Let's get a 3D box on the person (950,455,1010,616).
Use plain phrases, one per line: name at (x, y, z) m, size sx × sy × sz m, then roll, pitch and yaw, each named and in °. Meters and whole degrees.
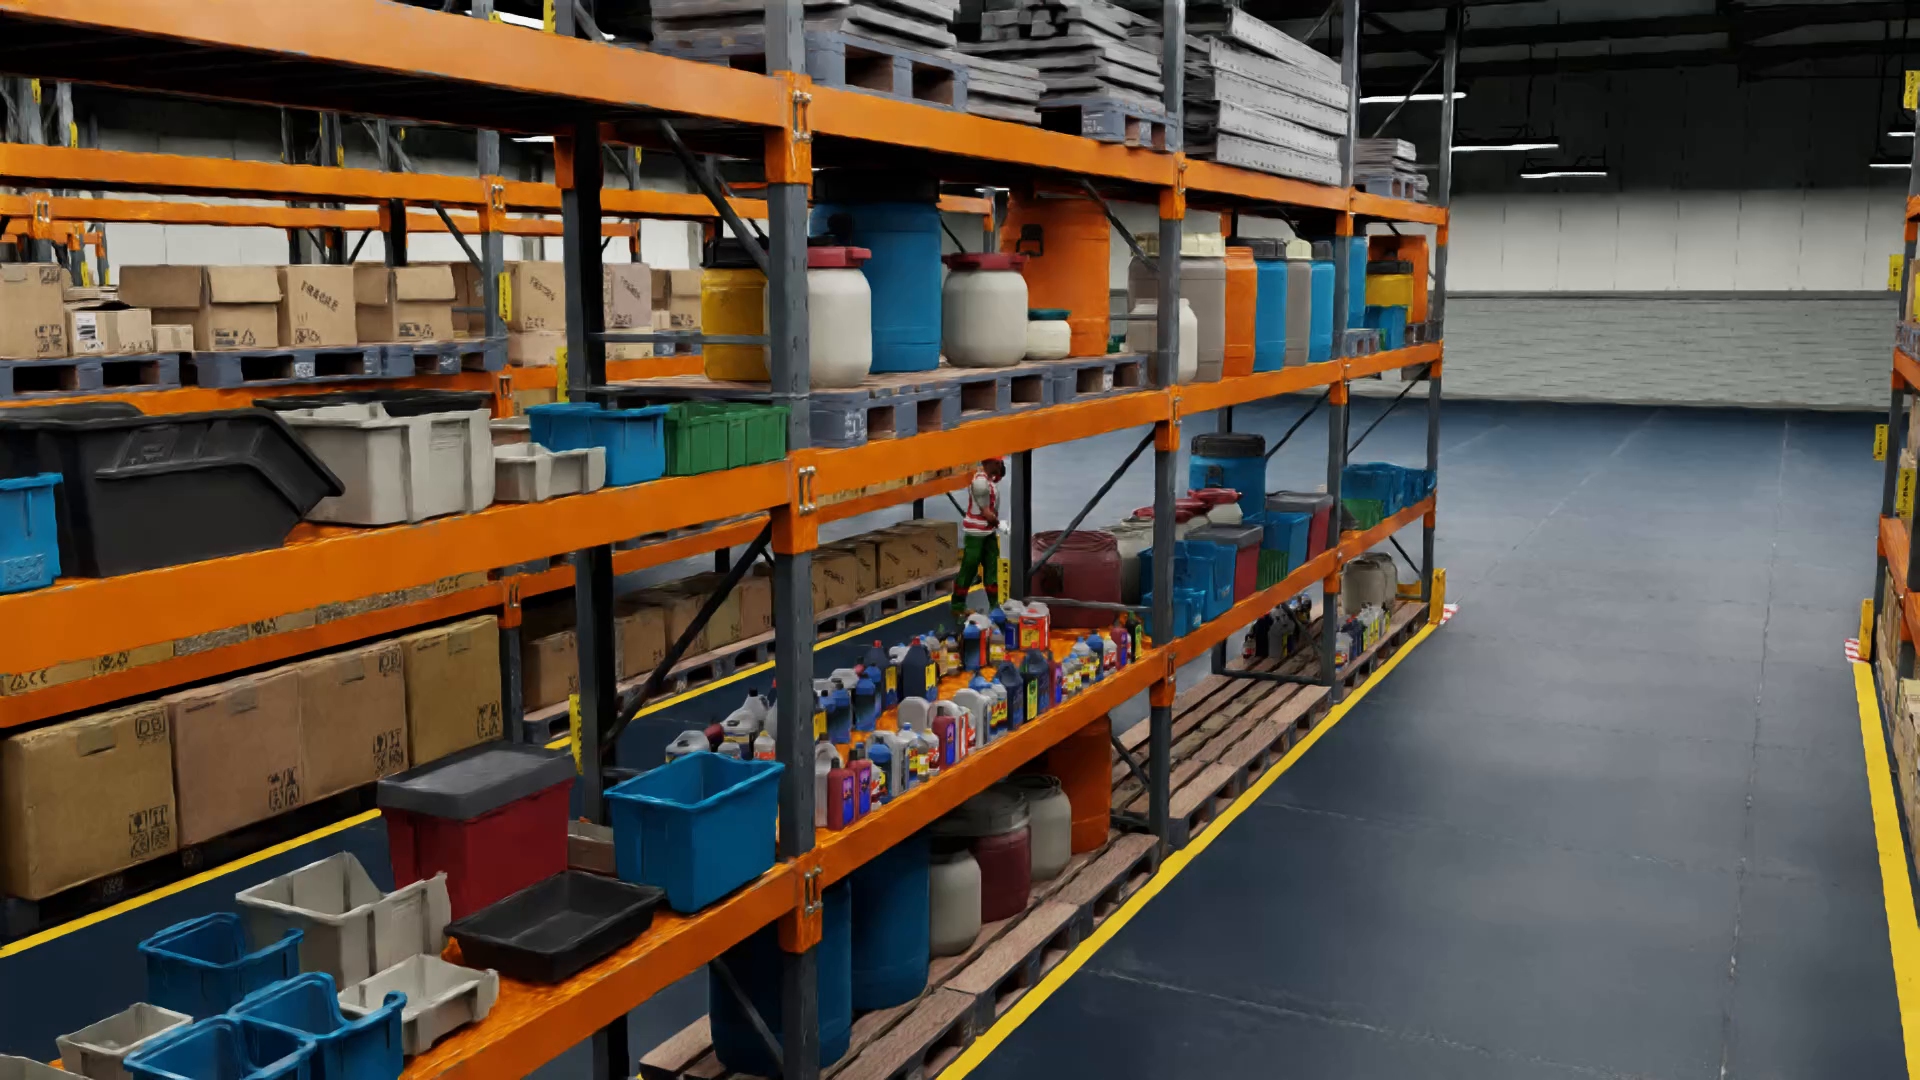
person at (0.250, -0.078, 16.731) m, size 0.721 × 1.772 × 0.603 m, roll 3°, pitch 9°, yaw 18°
